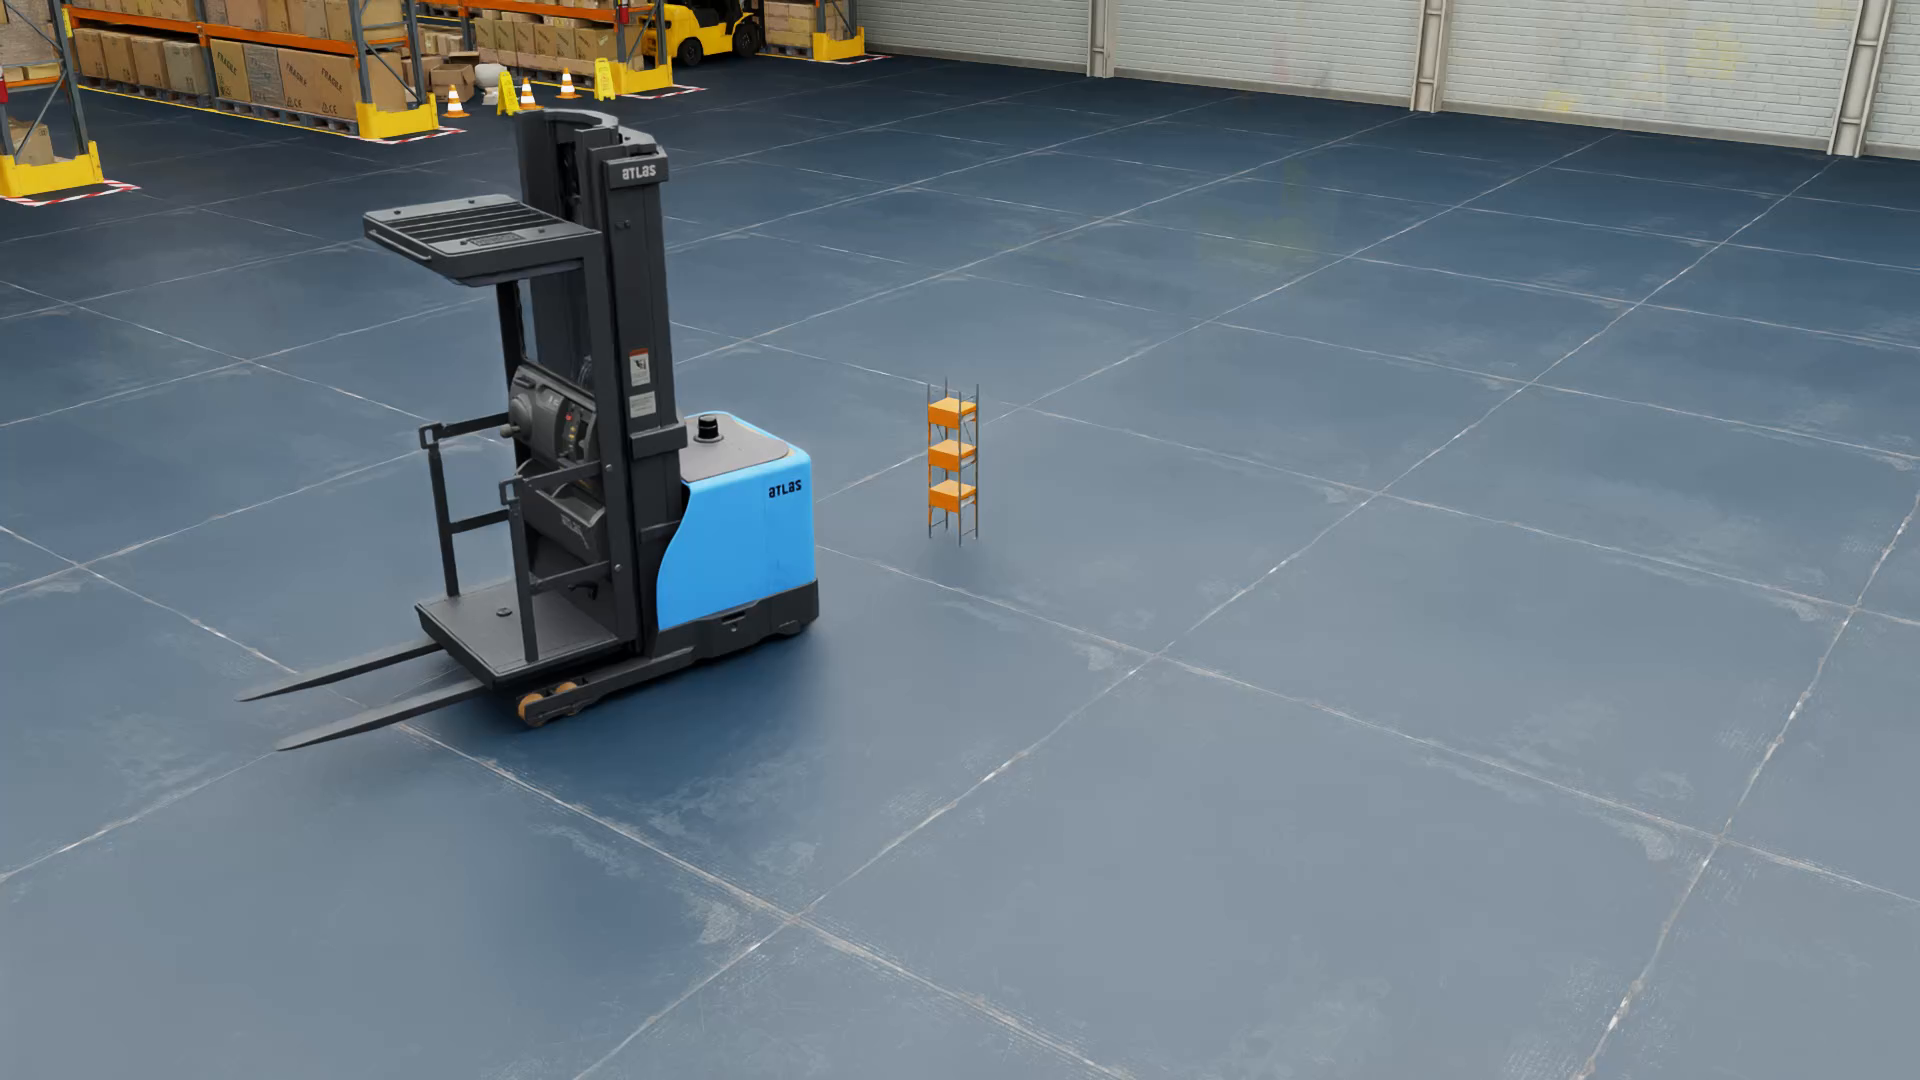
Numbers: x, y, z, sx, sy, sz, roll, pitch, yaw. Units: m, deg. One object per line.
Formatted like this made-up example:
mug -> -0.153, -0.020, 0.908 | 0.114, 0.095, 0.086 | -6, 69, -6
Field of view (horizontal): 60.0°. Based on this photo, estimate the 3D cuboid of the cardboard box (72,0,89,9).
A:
cardboard box -> -14.374, -9.093, 27.544 | 0.500, 0.500, 0.500 | 17, 29, 34

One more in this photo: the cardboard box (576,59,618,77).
cardboard box -> -6.109, -7.978, 28.027 | 0.500, 0.250, 0.500 | 17, 29, 33

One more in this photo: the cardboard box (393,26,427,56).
cardboard box -> -9.526, -8.518, 28.524 | 0.500, 0.500, 0.500 | 17, 29, 33

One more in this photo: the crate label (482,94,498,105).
crate label -> -7.459, -7.038, 26.553 | 0.298, 0.136, 0.250 | 3, 24, 6

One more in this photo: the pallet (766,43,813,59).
pallet -> -2.945, -9.428, 31.886 | 1.213, 0.211, 1.003 | 17, 29, 33

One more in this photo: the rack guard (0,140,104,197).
rack guard -> -11.286, -4.607, 20.586 | 0.348, 0.500, 1.175 | 17, 29, 33

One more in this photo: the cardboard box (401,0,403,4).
cardboard box -> -12.817, -12.502, 38.274 | 0.258, 0.266, 0.396 | 18, 30, 35

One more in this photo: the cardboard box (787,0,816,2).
cardboard box -> -2.981, -10.221, 31.876 | 0.500, 0.250, 0.500 | 17, 29, 33

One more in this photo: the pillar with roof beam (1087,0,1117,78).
pillar with roof beam -> -0.105, -10.897, 24.321 | 0.400, 9.000, 9.100 | 17, 29, 33

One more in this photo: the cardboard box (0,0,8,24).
cardboard box -> -11.813, -6.425, 19.880 | 0.500, 0.500, 0.500 | 17, 29, 33

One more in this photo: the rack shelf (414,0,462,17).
rack shelf -> -10.083, -10.052, 30.736 | 4.000, 0.370, 1.077 | 17, 29, 33

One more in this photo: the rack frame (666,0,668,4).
rack frame -> -5.508, -11.500, 33.130 | 0.127, 3.000, 1.000 | 17, 29, 33

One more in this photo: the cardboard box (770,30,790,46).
cardboard box -> -3.265, -9.601, 31.710 | 0.500, 0.250, 0.500 | 17, 29, 33

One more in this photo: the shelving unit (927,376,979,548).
shelving unit -> -0.043, -0.493, 10.568 | 0.252, 1.050, 0.215 | 17, 29, 33

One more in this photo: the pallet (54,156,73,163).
pallet -> -11.915, -4.683, 21.116 | 1.213, 0.211, 1.003 | 17, 29, 33

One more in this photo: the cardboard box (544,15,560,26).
cardboard box -> -6.822, -8.807, 28.172 | 0.250, 0.149, 0.380 | 18, 30, 35

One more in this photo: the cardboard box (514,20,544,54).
cardboard box -> -7.323, -8.693, 28.719 | 0.500, 0.500, 0.500 | 19, 30, 36

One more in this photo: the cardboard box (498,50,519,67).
cardboard box -> -7.738, -8.476, 29.156 | 0.500, 0.250, 0.500 | 19, 30, 36

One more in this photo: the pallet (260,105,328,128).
pallet -> -9.828, -6.496, 25.231 | 1.213, 0.211, 1.003 | 17, 29, 33

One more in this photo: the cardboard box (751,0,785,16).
cardboard box -> -3.685, -10.175, 31.772 | 0.500, 0.250, 0.500 | 17, 29, 34

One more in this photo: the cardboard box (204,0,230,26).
cardboard box -> -11.068, -8.259, 25.589 | 0.550, 0.550, 0.875 | 17, 29, 33

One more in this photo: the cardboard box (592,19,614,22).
cardboard box -> -7.152, -11.099, 34.645 | 0.625, 0.625, 0.875 | 15, 28, 31

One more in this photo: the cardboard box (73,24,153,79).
cardboard box -> -14.138, -8.229, 27.977 | 0.750, 0.750, 1.050 | 16, 29, 33

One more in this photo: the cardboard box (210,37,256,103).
cardboard box -> -10.909, -7.321, 25.760 | 0.875, 0.875, 0.875 | 17, 29, 34

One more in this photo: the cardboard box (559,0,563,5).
cardboard box -> -6.515, -9.091, 27.974 | 0.250, 0.149, 0.380 | 17, 29, 34

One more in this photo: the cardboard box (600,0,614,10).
cardboard box -> -5.709, -8.837, 27.397 | 0.250, 0.149, 0.380 | 18, 29, 35

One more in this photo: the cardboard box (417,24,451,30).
cardboard box -> -10.038, -9.353, 30.996 | 0.625, 0.372, 0.950 | 18, 29, 35

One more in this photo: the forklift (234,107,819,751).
forklift -> -2.279, -0.620, 8.522 | 3.031, 2.935, 1.130 | -18, 29, -35

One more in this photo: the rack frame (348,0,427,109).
rack frame -> -8.169, -7.309, 23.617 | 0.127, 3.000, 1.000 | 17, 29, 33

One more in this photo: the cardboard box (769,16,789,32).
cardboard box -> -3.279, -9.837, 31.625 | 0.500, 0.250, 0.500 | 16, 29, 33

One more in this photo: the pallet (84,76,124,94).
pallet -> -13.985, -7.752, 28.082 | 1.213, 0.211, 1.003 | 17, 29, 33

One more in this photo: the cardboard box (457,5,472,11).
cardboard box -> -10.829, -12.045, 36.947 | 0.500, 0.500, 0.500 | 16, 28, 32

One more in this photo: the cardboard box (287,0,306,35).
cardboard box -> -9.319, -7.754, 24.443 | 0.550, 0.550, 0.875 | 17, 29, 33

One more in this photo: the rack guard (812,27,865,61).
rack guard -> -2.288, -9.383, 31.425 | 0.348, 0.500, 1.175 | 17, 29, 33

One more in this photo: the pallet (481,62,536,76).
pallet -> -7.924, -8.470, 29.712 | 1.213, 0.211, 1.003 | 17, 29, 33

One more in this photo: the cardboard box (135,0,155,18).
cardboard box -> -12.757, -8.606, 26.438 | 0.500, 0.500, 0.500 | 17, 29, 34

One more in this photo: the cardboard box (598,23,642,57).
cardboard box -> -5.780, -8.497, 28.274 | 0.500, 0.500, 0.500 | 16, 28, 32

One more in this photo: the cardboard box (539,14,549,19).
cardboard box -> -7.440, -8.995, 29.405 | 0.500, 0.500, 0.500 | 17, 29, 34

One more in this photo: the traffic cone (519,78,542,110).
traffic cone -> -6.793, -7.017, 26.101 | 0.334, 0.463, 0.336 | 17, 29, 33

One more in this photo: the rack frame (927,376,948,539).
rack frame -> -0.140, -0.523, 10.635 | 0.008, 1.050, 0.200 | 17, 29, 33

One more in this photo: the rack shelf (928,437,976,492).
rack shelf -> -0.043, -0.484, 10.572 | 0.240, 0.259, 0.215 | 17, 29, 33

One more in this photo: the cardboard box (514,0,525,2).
cardboard box -> -7.405, -9.290, 28.427 | 0.250, 0.149, 0.380 | 17, 29, 34
